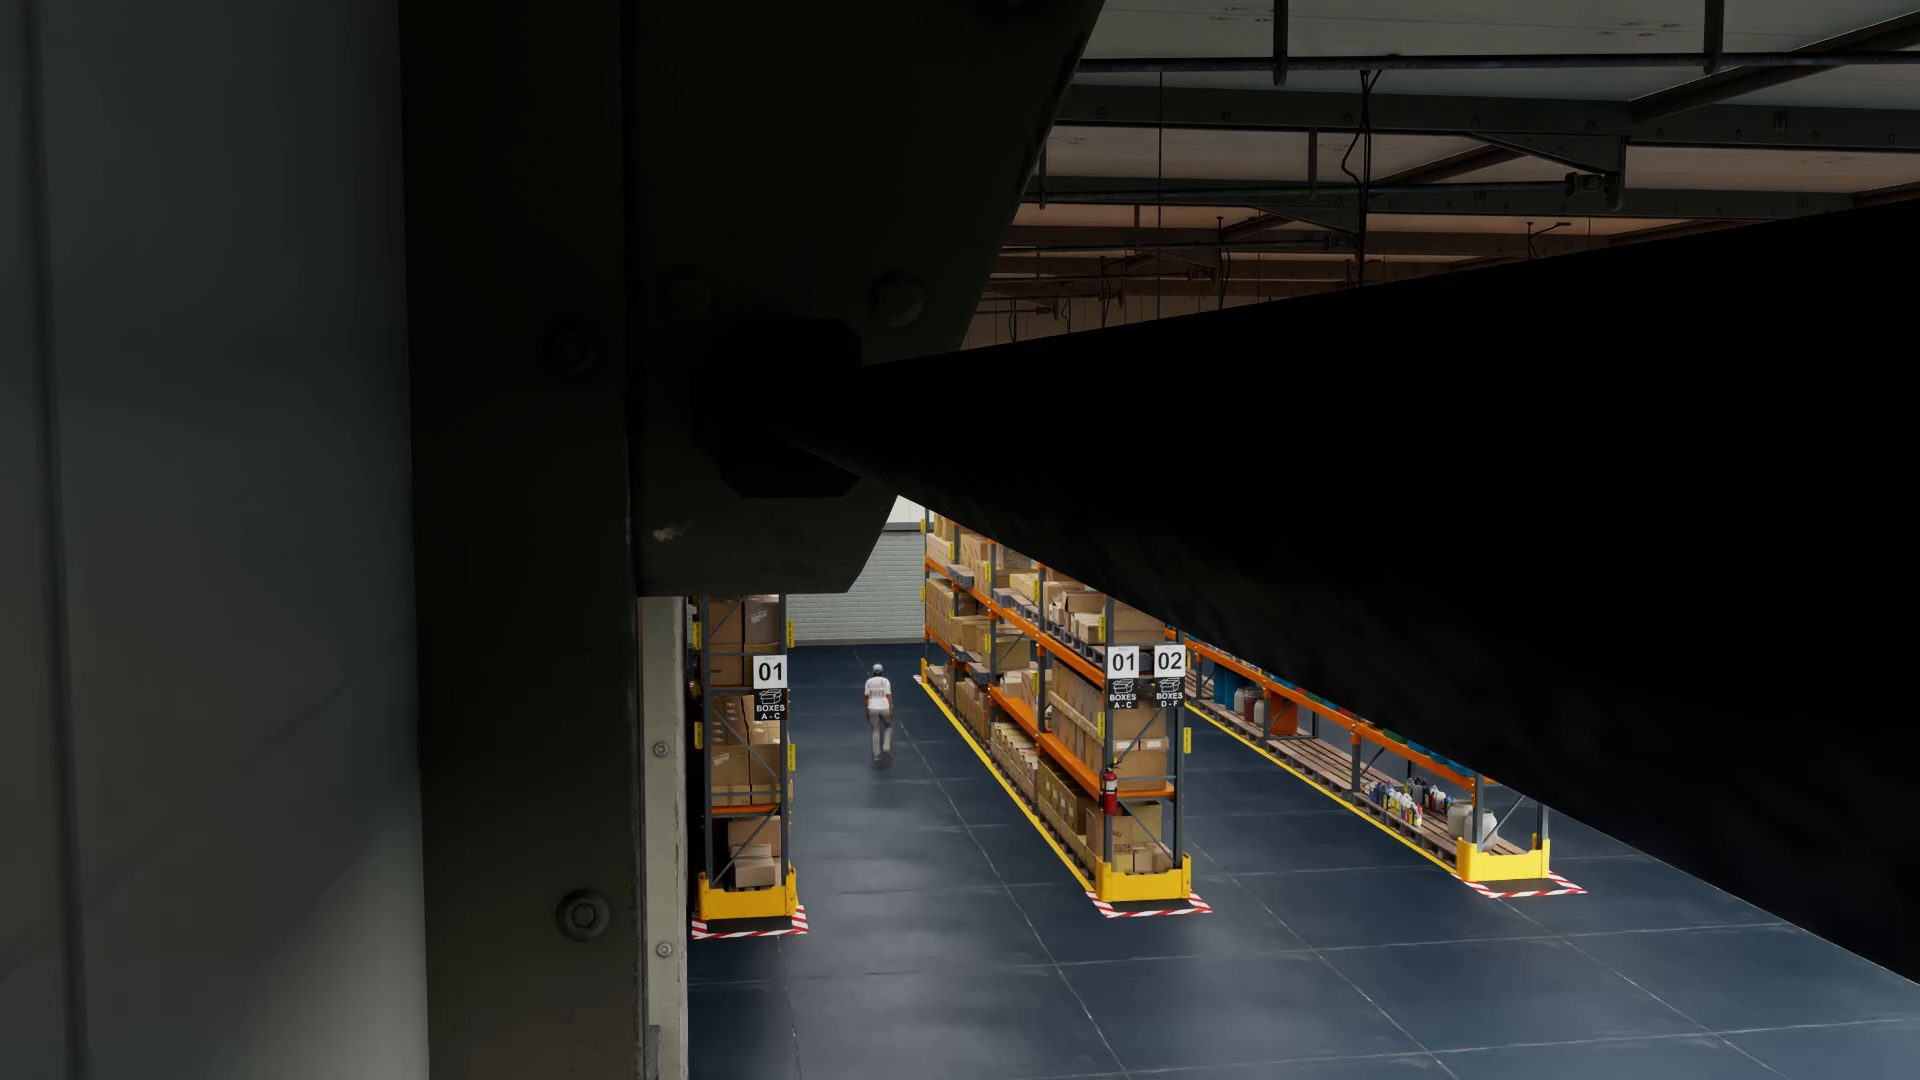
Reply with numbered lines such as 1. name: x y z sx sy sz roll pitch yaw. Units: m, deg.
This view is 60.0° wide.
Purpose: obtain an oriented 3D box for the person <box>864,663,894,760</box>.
1. person: -1.402 2.978 28.786 0.516 1.675 0.517 0 5 3
